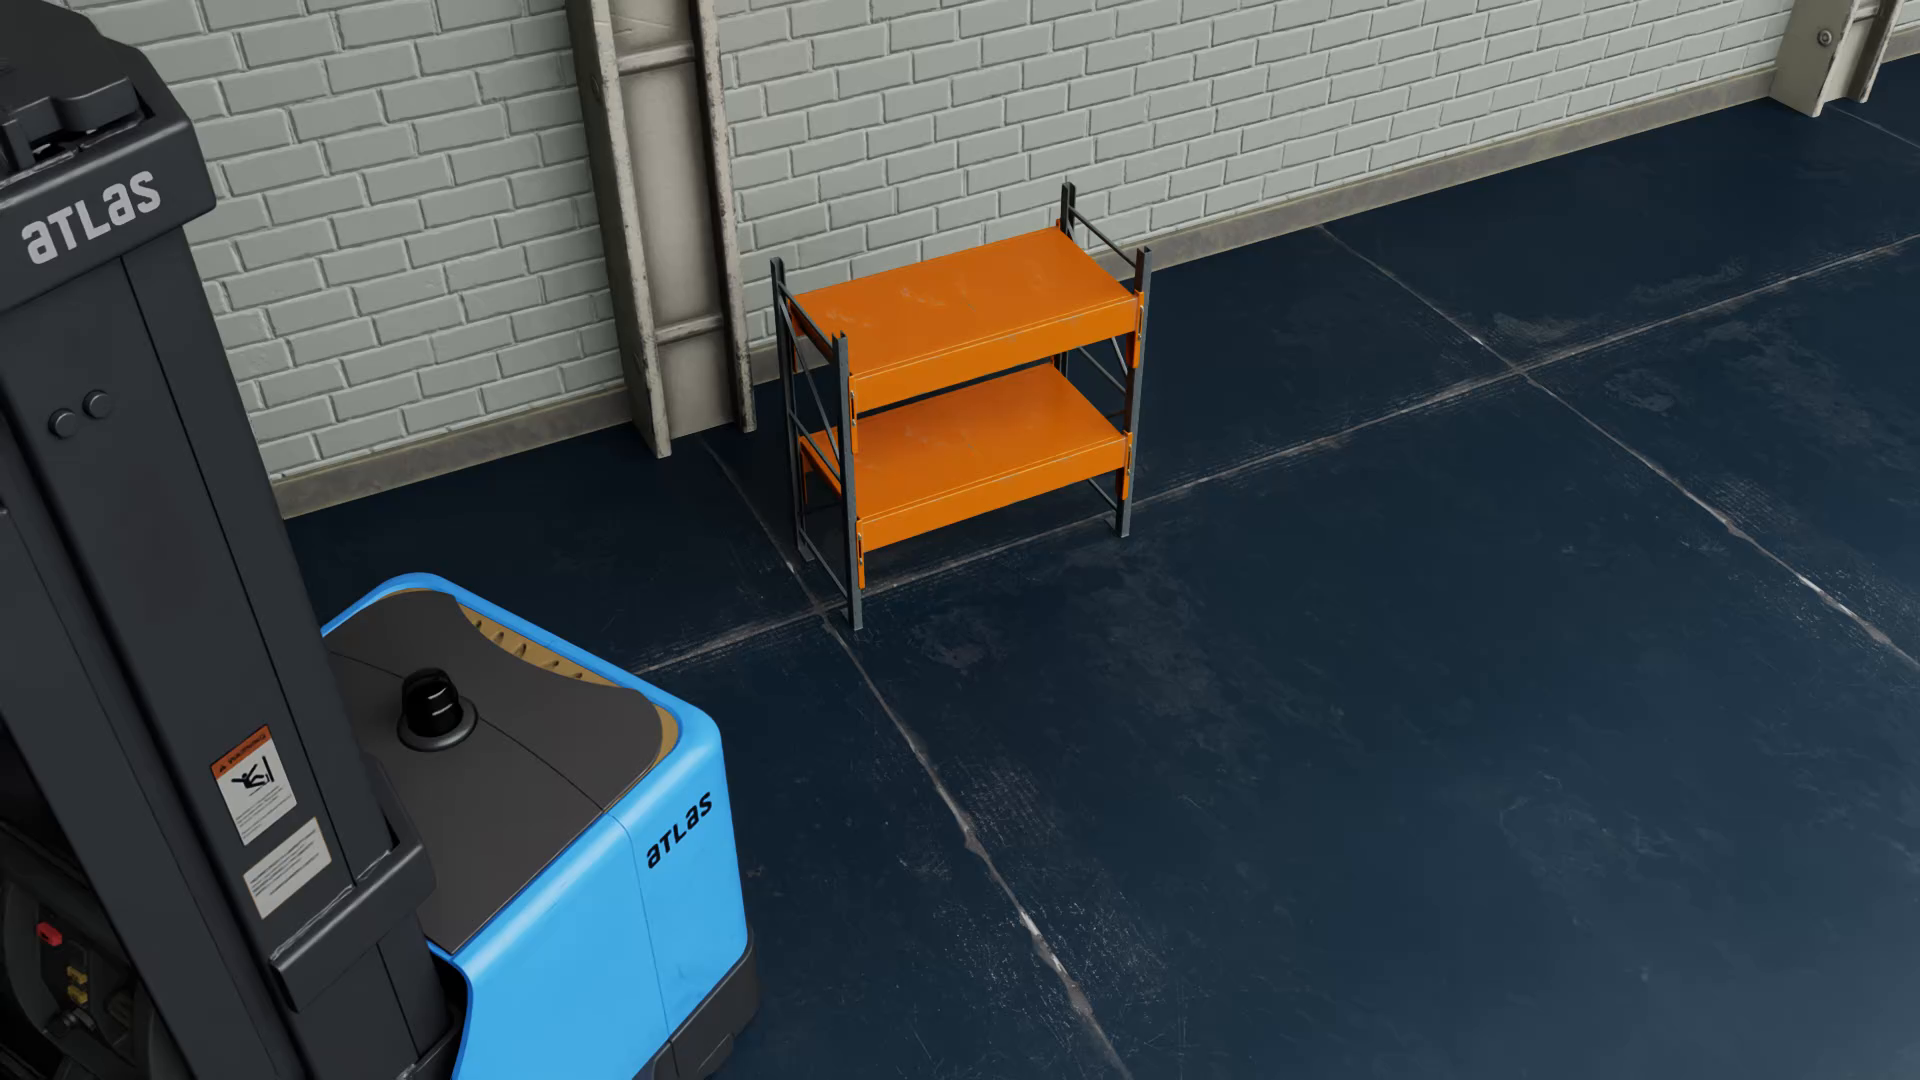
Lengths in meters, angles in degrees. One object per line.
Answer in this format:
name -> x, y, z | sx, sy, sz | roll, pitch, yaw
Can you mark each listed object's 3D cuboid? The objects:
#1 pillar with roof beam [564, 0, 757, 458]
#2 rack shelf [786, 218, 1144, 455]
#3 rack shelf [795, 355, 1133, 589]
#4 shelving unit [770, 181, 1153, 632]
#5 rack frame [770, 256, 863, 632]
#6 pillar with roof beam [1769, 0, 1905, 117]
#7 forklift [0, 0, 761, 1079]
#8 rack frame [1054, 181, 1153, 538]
pillar with roof beam -> 0.982, -1.413, 0.454 | 0.400, 9.000, 9.100 | -19, 44, -21
rack shelf -> 0.006, -0.655, 5.200 | 1.000, 0.278, 0.538 | -19, 44, -21
rack shelf -> 0.006, -0.245, 5.547 | 1.000, 0.278, 0.538 | -19, 44, -21
shelving unit -> 0.006, -0.431, 5.389 | 1.048, 1.125, 0.538 | -19, 44, -21
rack frame -> -0.445, -0.280, 5.210 | 0.032, 1.125, 0.500 | -19, 44, -21
pillar with roof beam -> 6.304, -3.203, 2.569 | 0.400, 9.000, 9.100 | -19, 44, -21
forklift -> -1.733, 0.723, 2.628 | 1.130, 2.935, 3.031 | 23, 45, 25
rack frame -> 0.457, -0.583, 5.568 | 0.032, 1.125, 0.500 | -19, 44, -21
